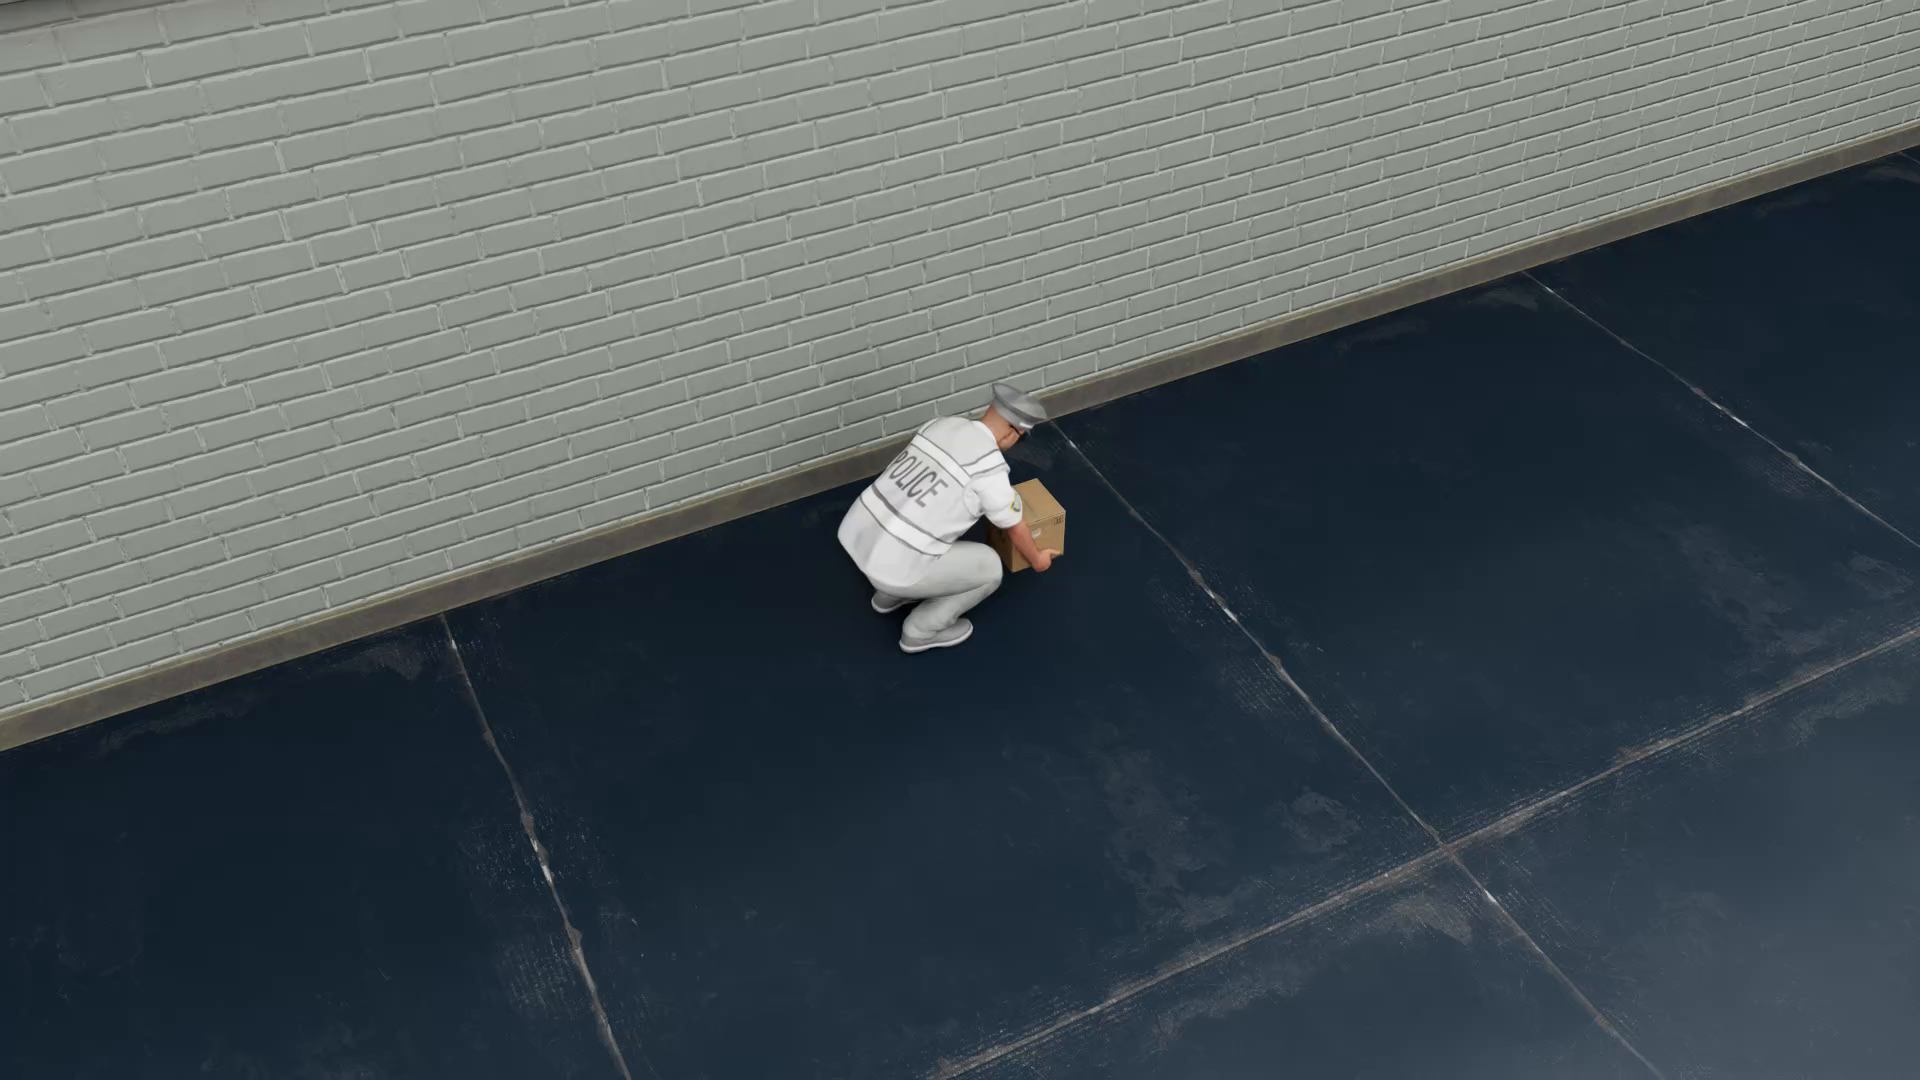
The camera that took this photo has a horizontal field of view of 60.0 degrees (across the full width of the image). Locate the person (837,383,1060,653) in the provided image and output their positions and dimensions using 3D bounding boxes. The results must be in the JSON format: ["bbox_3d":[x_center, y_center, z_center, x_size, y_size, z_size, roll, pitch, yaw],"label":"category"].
[{"bbox_3d":[-0.047,-0.089,6.825,0.925,1.020,0.534,-20,45,-21],"label":"person"}]
